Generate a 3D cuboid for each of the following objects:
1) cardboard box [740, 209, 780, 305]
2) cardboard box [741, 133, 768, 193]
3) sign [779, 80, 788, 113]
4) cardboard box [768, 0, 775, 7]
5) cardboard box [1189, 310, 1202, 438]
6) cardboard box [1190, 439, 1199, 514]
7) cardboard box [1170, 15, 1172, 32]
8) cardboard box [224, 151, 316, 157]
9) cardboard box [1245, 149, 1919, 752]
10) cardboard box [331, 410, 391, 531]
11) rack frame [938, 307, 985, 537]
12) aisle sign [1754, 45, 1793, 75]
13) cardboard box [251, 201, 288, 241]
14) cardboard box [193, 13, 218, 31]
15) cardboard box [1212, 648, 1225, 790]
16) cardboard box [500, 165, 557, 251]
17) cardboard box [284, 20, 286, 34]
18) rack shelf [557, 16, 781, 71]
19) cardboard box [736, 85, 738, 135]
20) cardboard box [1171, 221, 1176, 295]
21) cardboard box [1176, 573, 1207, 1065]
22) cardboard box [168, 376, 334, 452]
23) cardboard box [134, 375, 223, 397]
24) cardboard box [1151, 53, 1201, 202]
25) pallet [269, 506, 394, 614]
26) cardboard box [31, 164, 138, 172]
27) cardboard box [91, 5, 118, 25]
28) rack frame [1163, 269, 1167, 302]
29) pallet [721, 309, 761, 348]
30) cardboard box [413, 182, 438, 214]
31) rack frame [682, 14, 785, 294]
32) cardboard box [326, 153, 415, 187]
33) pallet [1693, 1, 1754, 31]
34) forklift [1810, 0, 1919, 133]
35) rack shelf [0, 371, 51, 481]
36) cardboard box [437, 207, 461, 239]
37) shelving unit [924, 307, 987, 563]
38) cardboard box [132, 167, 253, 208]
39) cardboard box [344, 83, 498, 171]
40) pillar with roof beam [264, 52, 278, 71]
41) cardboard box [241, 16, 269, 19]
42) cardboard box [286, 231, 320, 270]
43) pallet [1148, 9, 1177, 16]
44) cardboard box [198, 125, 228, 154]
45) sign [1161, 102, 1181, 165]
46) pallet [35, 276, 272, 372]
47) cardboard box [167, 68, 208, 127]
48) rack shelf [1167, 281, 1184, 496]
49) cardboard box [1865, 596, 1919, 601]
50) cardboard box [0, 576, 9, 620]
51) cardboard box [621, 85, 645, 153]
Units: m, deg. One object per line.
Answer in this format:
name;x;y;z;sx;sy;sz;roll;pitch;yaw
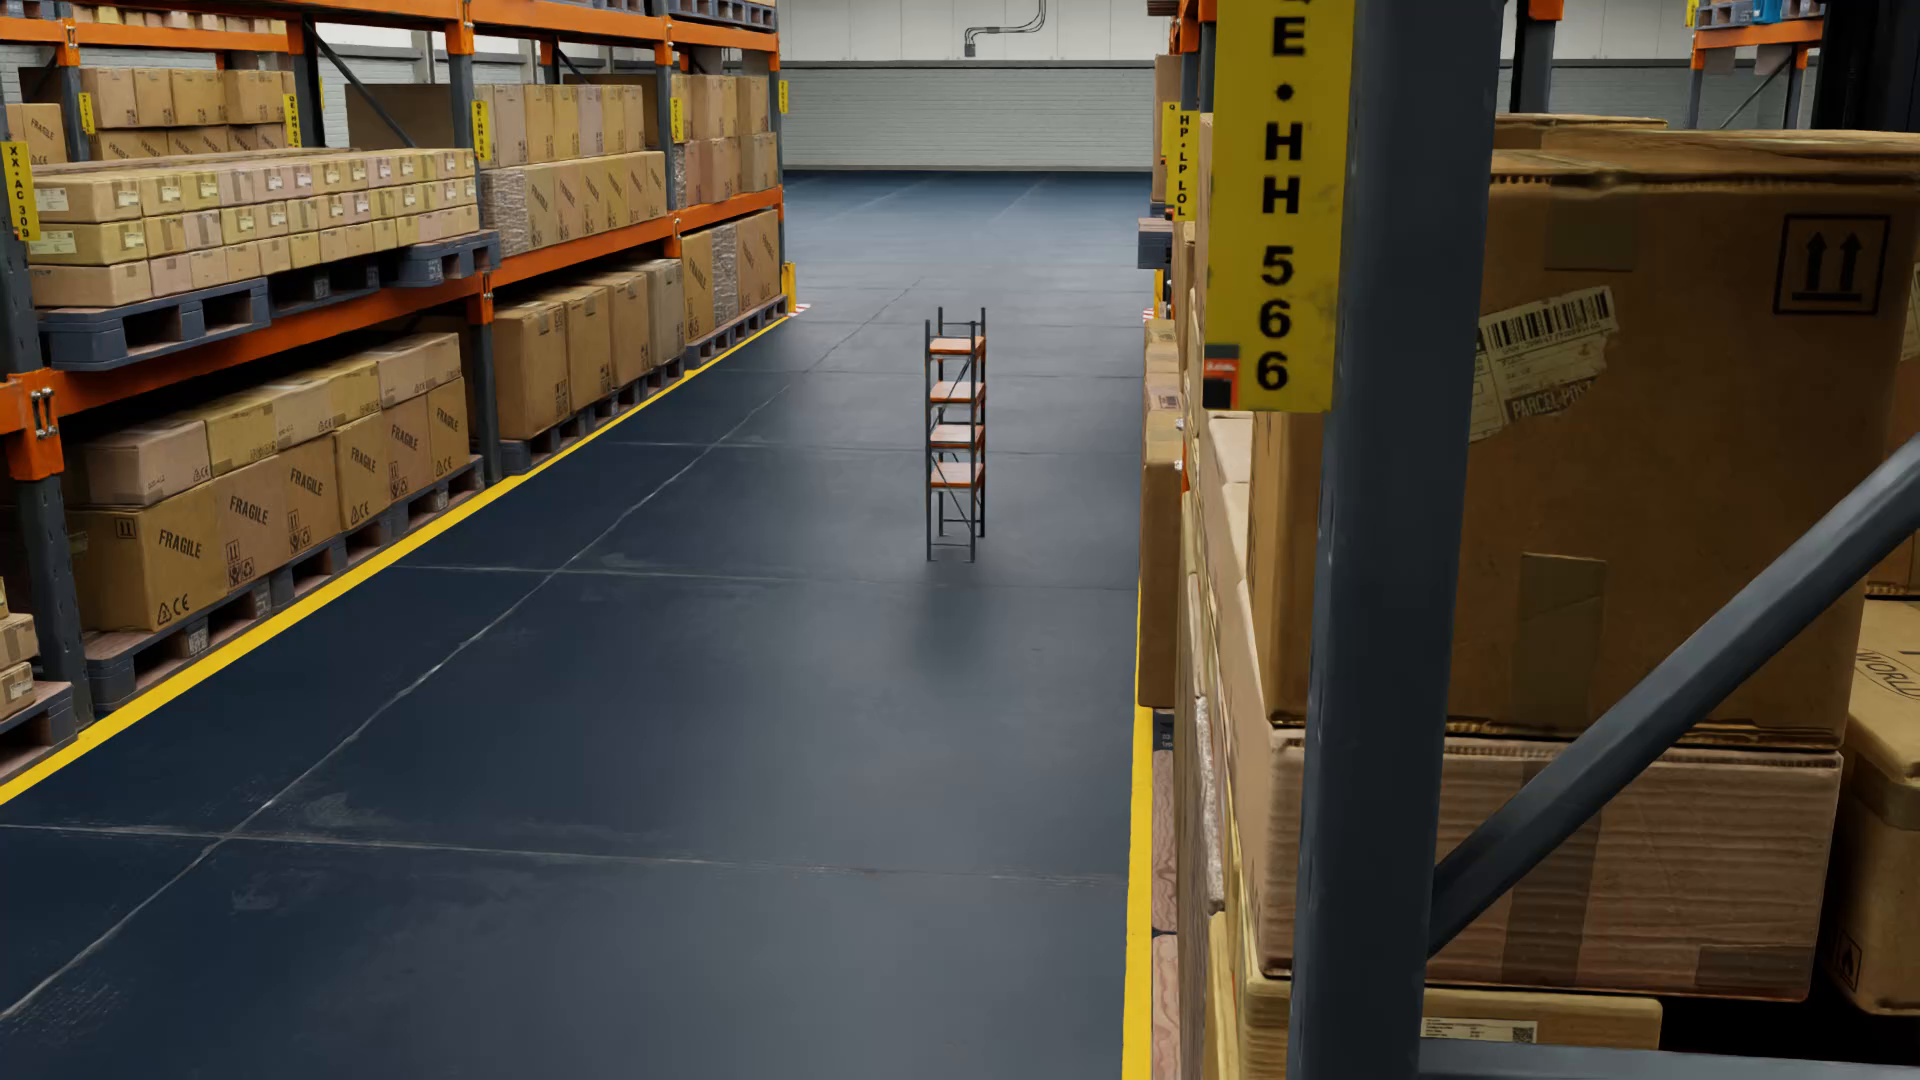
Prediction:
cardboard box;-2.358;-2.880;16.831;0.875;0.875;0.875;2;15;7
cardboard box;-2.384;-3.712;16.356;0.875;0.550;0.550;2;15;6
sign;-1.809;-4.534;17.012;0.100;0.325;0.005;2;15;6
cardboard box;-2.047;-5.362;16.484;0.380;0.149;0.250;2;15;6
cardboard box;0.842;-0.424;4.201;0.500;0.250;0.500;2;15;6
cardboard box;0.737;-0.136;3.902;0.380;0.149;0.250;1;15;5
cardboard box;2.259;-4.966;15.823;0.500;0.250;0.500;2;15;8
cardboard box;-3.554;-1.927;8.578;0.380;0.149;0.250;2;15;6
cardboard box;0.559;-0.126;1.661;0.500;0.500;0.500;2;15;7
cardboard box;-3.170;-0.351;8.198;0.500;0.500;0.500;1;15;4
rack frame;0.009;-0.600;8.581;0.240;1.200;0.015;2;15;6
aisle sign;7.795;-4.827;15.787;0.394;0.787;0.004;2;15;6
cardboard box;-3.086;-1.353;7.028;0.380;0.149;0.250;2;15;9
cardboard box;-7.168;-4.826;15.499;0.380;0.149;0.250;2;15;6
cardboard box;0.564;0.263;2.423;0.380;0.149;0.250;2;15;7
cardboard box;-2.876;-2.094;10.469;0.500;0.500;0.500;2;15;6
cardboard box;-7.039;-5.226;16.977;0.380;0.149;0.250;2;15;7
rack shelf;-2.572;-4.462;15.050;1.077;0.370;4.000;2;15;6
cardboard box;-2.596;-4.092;15.694;0.875;0.550;0.550;2;15;6
cardboard box;1.286;-1.430;8.011;0.500;0.500;0.500;1;15;5
cardboard box;0.961;0.629;3.854;0.875;0.875;0.875;2;15;6
cardboard box;-3.235;-0.580;7.609;0.500;0.250;0.500;2;15;8
cardboard box;-3.751;-0.597;7.672;0.500;0.250;0.500;1;15;4
cardboard box;1.890;-2.961;11.912;1.000;1.000;1.000;2;15;7
pallet;-3.479;0.059;8.040;1.003;0.211;1.213;2;15;6
cardboard box;-3.728;-1.515;7.055;0.380;0.149;0.250;1;15;4
cardboard box;-7.361;-4.429;14.030;0.380;0.149;0.250;2;15;6
rack frame;2.570;-3.708;16.629;1.000;3.000;0.127;2;15;6
pallet;-2.499;-2.009;15.688;1.003;0.211;1.213;2;15;6
cardboard box;-2.908;-1.751;8.499;0.380;0.149;0.250;2;15;8
rack frame;-2.347;-3.880;17.266;1.000;3.000;0.127;2;15;6
cardboard box;-2.936;-1.831;8.225;0.380;0.149;0.250;2;15;8
pallet;7.301;-4.707;14.940;1.003;0.211;1.213;2;15;6
forklift;4.776;-1.274;7.758;3.031;2.935;1.130;2;15;6
rack shelf;-3.926;0.098;3.932;1.077;0.370;4.000;2;15;6
cardboard box;-2.878;-1.681;8.809;0.380;0.149;0.250;2;15;6
shelving unit;-0.019;-0.536;8.347;0.258;1.200;0.503;2;15;6
cardboard box;-3.112;-1.429;6.737;0.380;0.149;0.250;1;15;6
cardboard box;-3.189;-2.453;9.879;0.700;0.500;0.500;2;15;6
pillar with roof beam;-7.551;-9.873;27.934;9.100;9.000;0.400;2;15;6
cardboard box;-7.138;-5.248;16.296;0.500;0.250;0.500;1;15;5
cardboard box;-3.057;-1.277;7.315;0.380;0.149;0.250;1;15;5
pallet;1.943;-3.871;11.845;1.213;0.211;1.003;2;15;6
cardboard box;-7.261;-3.653;15.662;0.500;0.500;0.500;2;15;7
sign;1.127;-2.167;8.865;0.100;0.325;0.005;2;15;6
pallet;-3.470;-0.869;6.498;1.003;0.211;1.213;2;15;6
cardboard box;-7.300;-4.006;15.054;0.700;0.500;0.500;1;15;5
rack shelf;1.442;-0.767;7.131;1.077;0.370;4.000;2;15;6
cardboard box;1.139;0.119;2.193;0.500;0.250;0.500;2;15;6
cardboard box;-3.482;0.218;5.626;0.380;0.149;0.250;2;15;8
cardboard box;-2.848;-3.245;12.809;0.700;0.500;0.500;1;15;5
